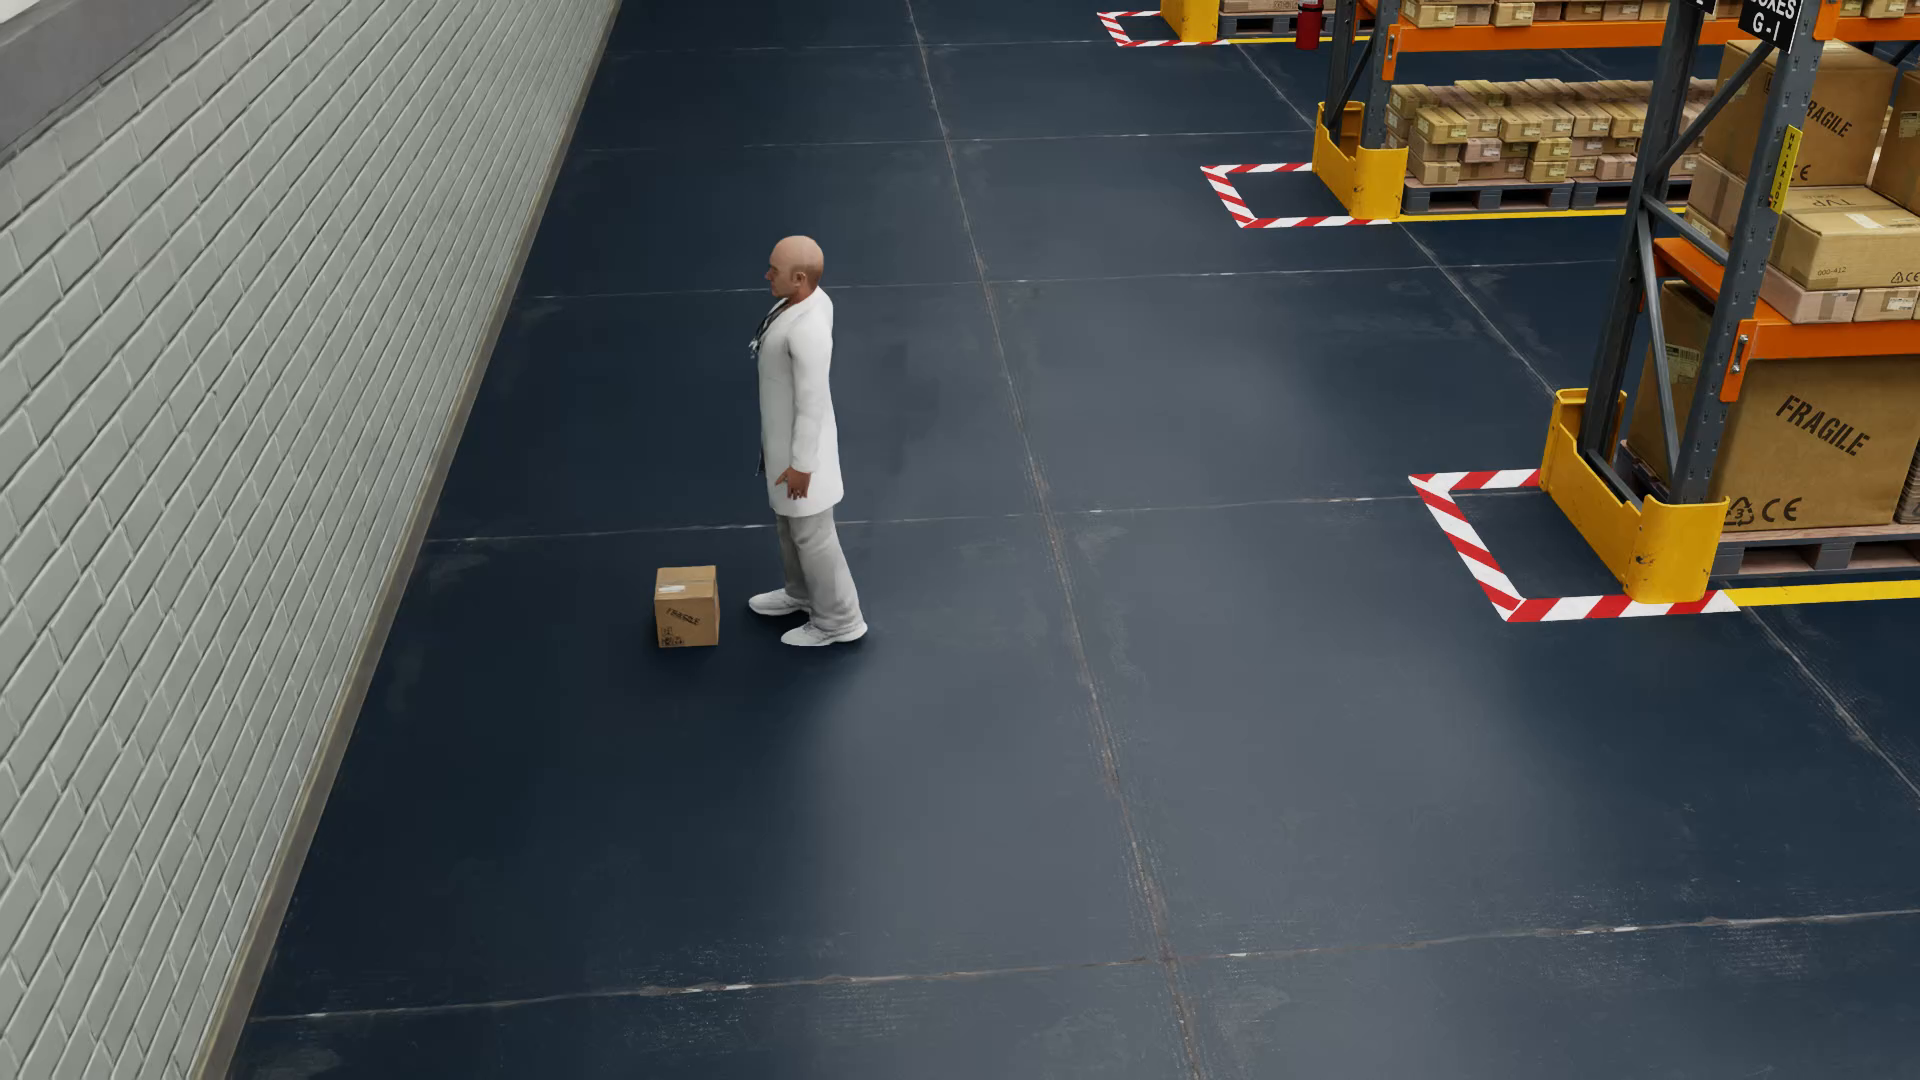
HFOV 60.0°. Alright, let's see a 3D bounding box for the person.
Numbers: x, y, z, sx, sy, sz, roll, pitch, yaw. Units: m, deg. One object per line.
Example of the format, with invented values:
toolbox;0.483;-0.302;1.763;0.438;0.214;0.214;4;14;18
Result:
person;-0.665;-0.379;6.812;0.519;1.811;0.574;-2;31;-4
